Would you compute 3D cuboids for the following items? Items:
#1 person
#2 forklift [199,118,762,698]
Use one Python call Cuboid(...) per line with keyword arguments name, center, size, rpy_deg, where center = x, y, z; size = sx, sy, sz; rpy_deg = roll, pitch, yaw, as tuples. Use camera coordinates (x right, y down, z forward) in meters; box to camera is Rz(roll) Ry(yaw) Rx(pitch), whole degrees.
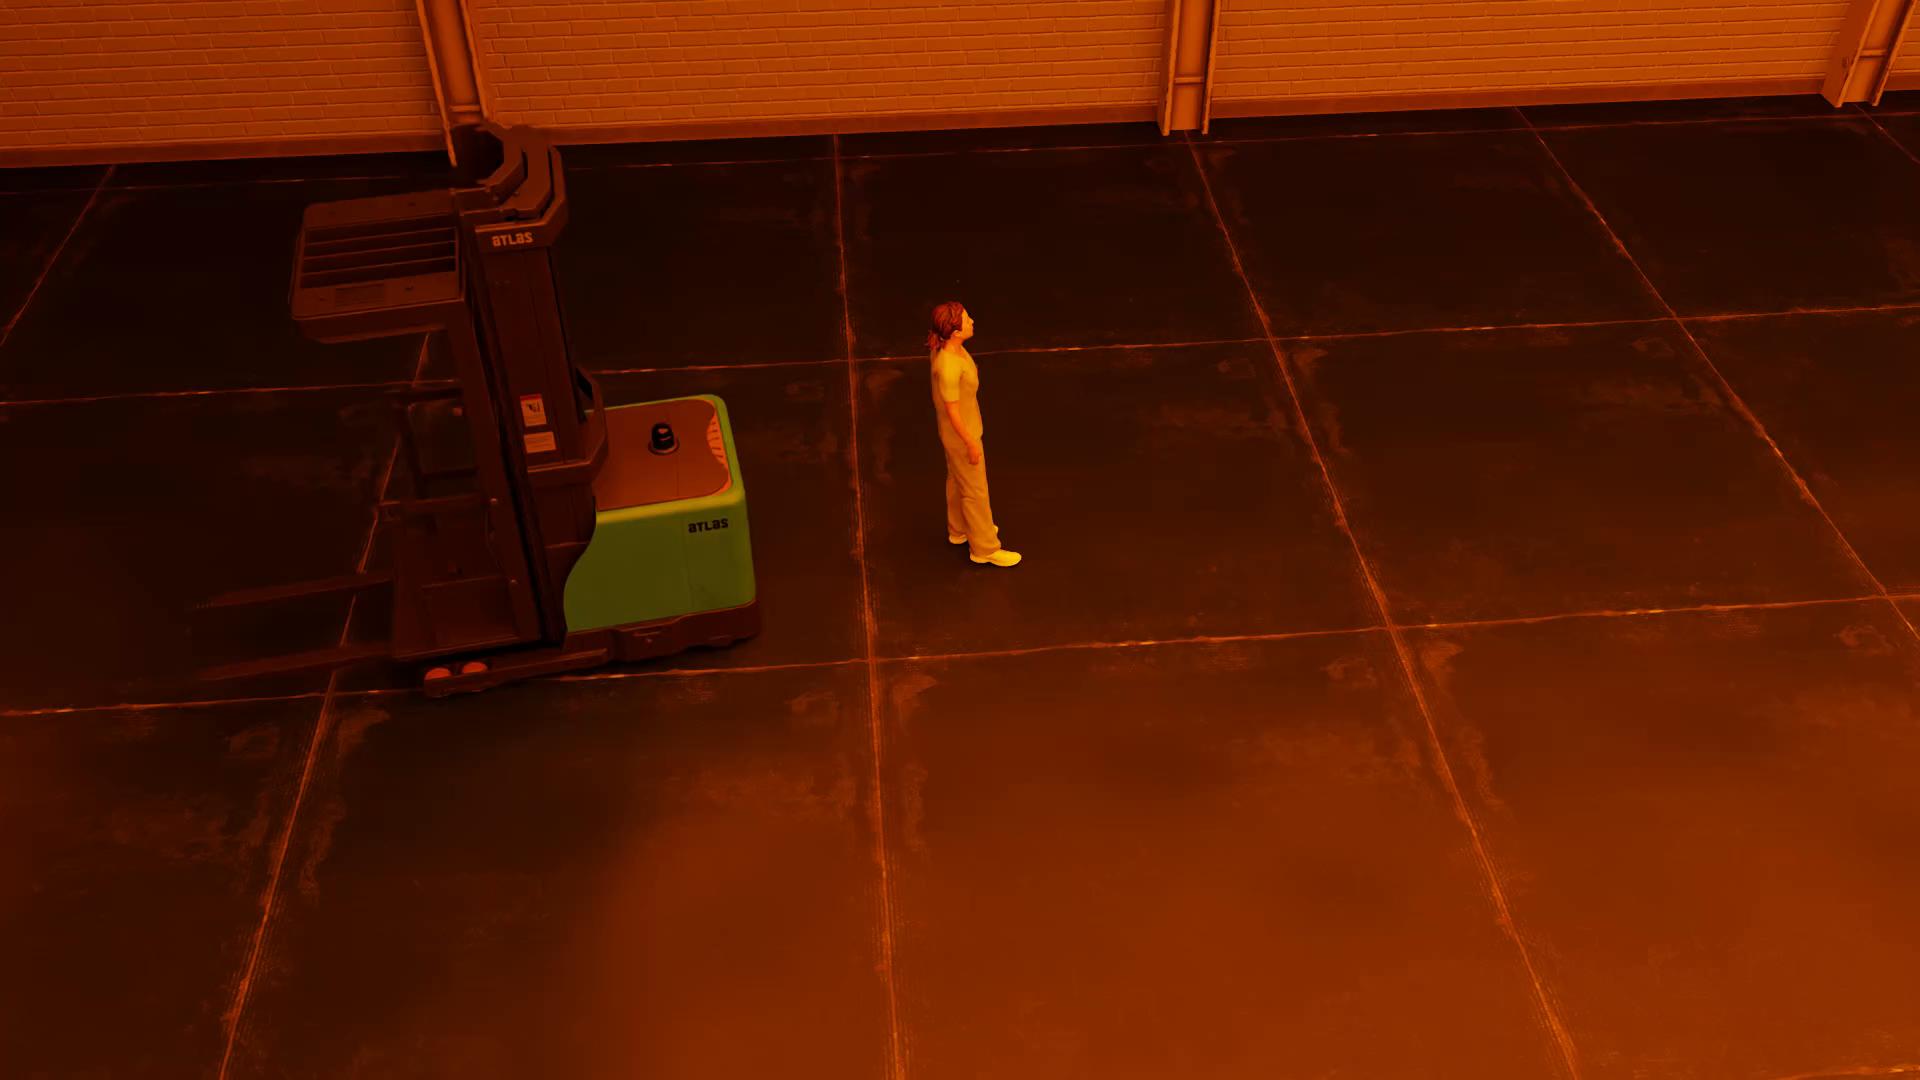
Cuboid(name="person", center=(0.074, -0.638, 9.639), size=(0.549, 1.675, 0.550), rpy_deg=(-3, 41, -4))
Cuboid(name="forklift", center=(-2.708, -0.624, 8.667), size=(3.031, 2.935, 1.130), rpy_deg=(-9, 41, -10))
